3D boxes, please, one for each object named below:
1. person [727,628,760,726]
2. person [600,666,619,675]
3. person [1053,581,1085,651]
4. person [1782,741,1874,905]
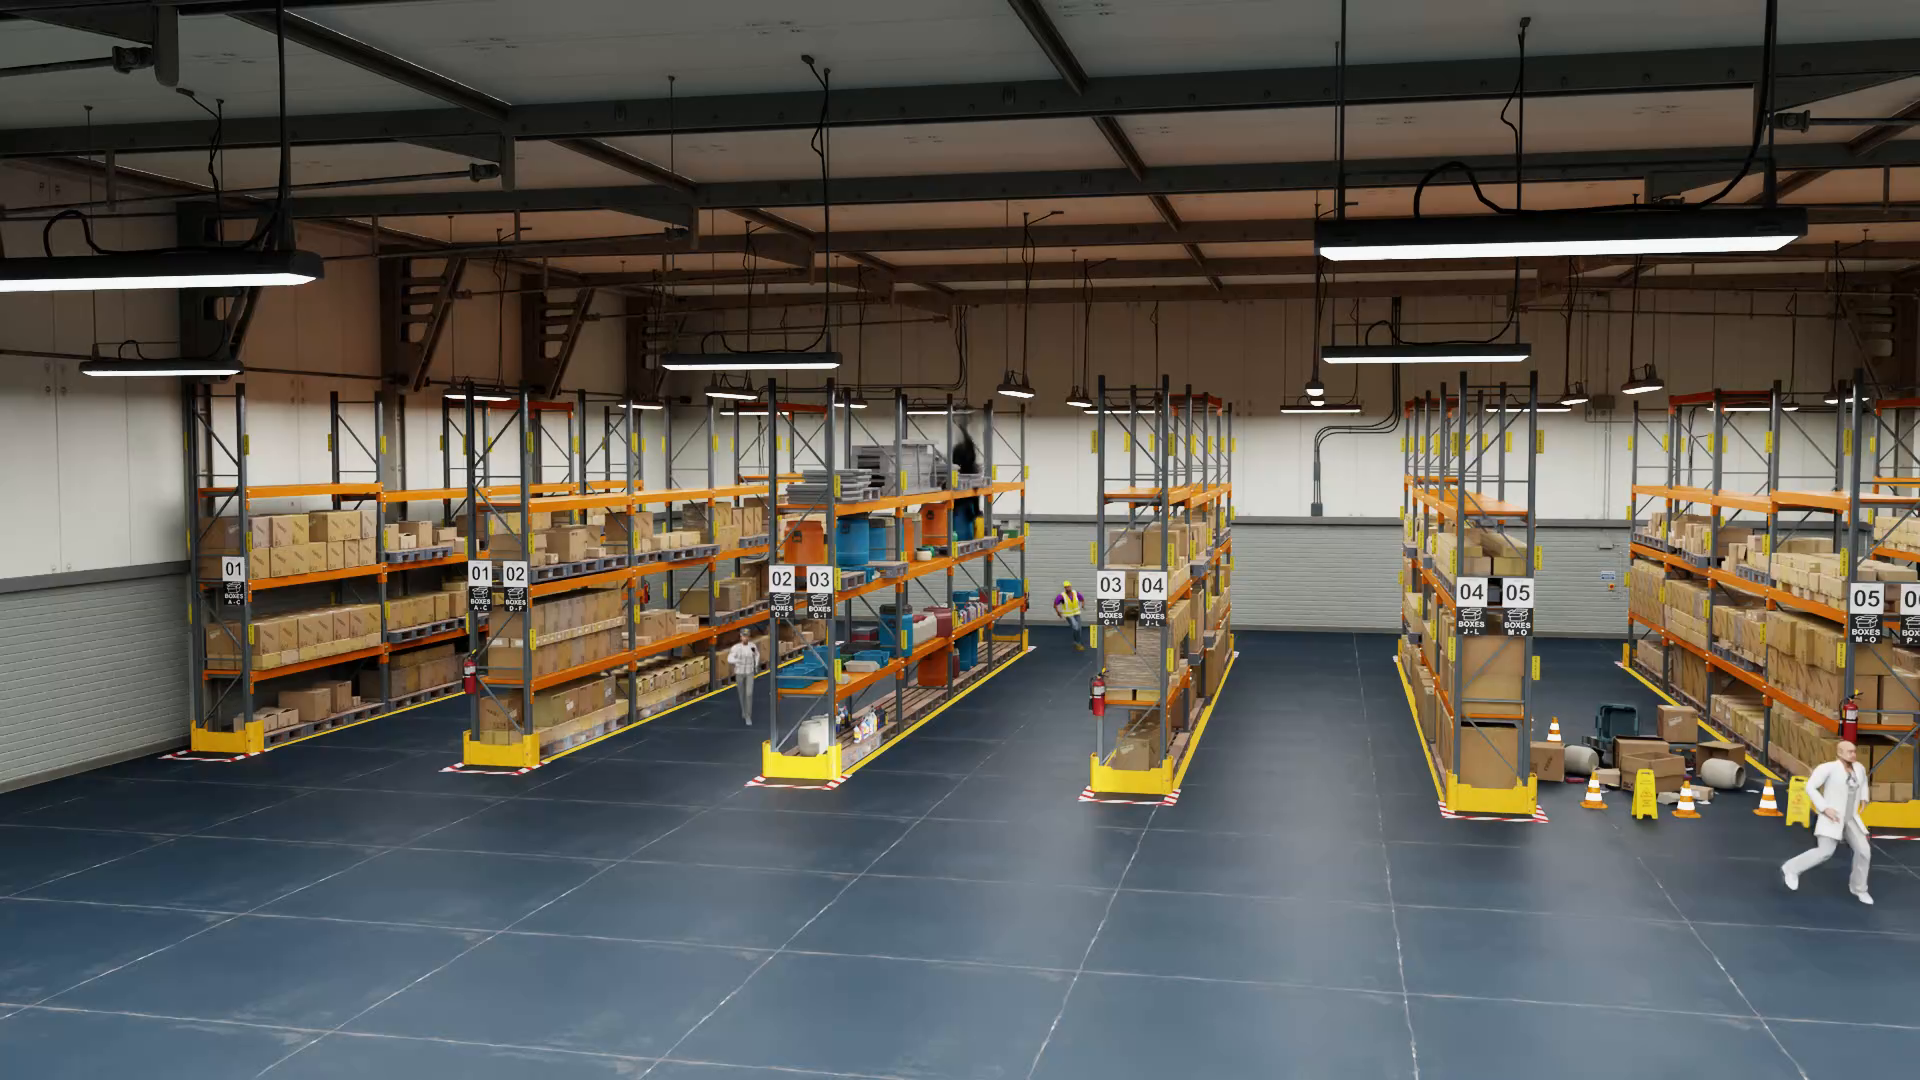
[{"bbox_3d":[-3.898,2.448,29.969,0.583,1.747,0.801,0,3,-8],"label":"person"},{"bbox_3d":[-7.278,2.238,34.206,0.548,1.642,0.815,1,3,10],"label":"person"},{"bbox_3d":[2.710,1.857,40.416,0.771,1.723,0.656,-1,4,-22],"label":"person"},{"bbox_3d":[9.691,3.101,18.407,0.921,1.782,0.791,-1,3,-16],"label":"person"}]
